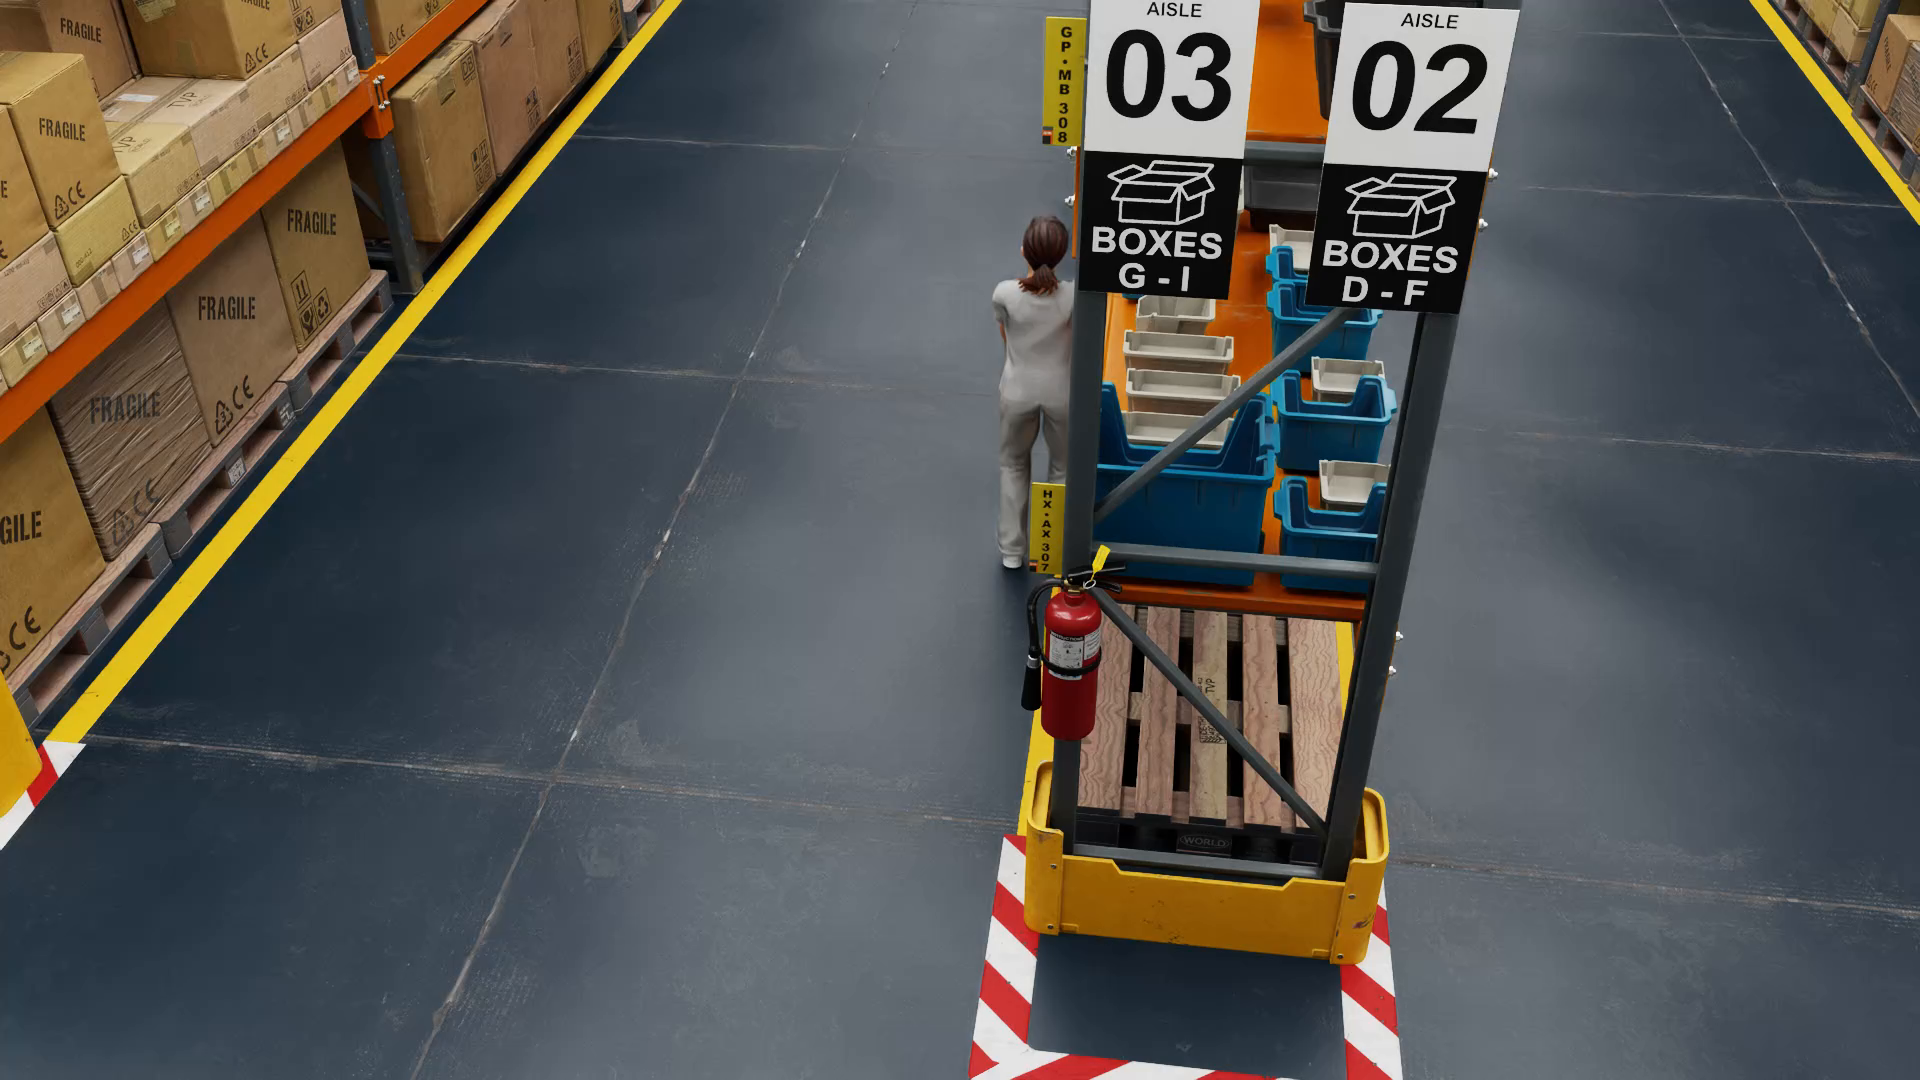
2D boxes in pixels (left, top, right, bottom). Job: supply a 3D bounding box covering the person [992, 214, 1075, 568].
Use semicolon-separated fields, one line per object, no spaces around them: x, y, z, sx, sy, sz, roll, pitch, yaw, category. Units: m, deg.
0.346;-0.643;7.035;0.409;1.668;0.536;4;36;5;person
